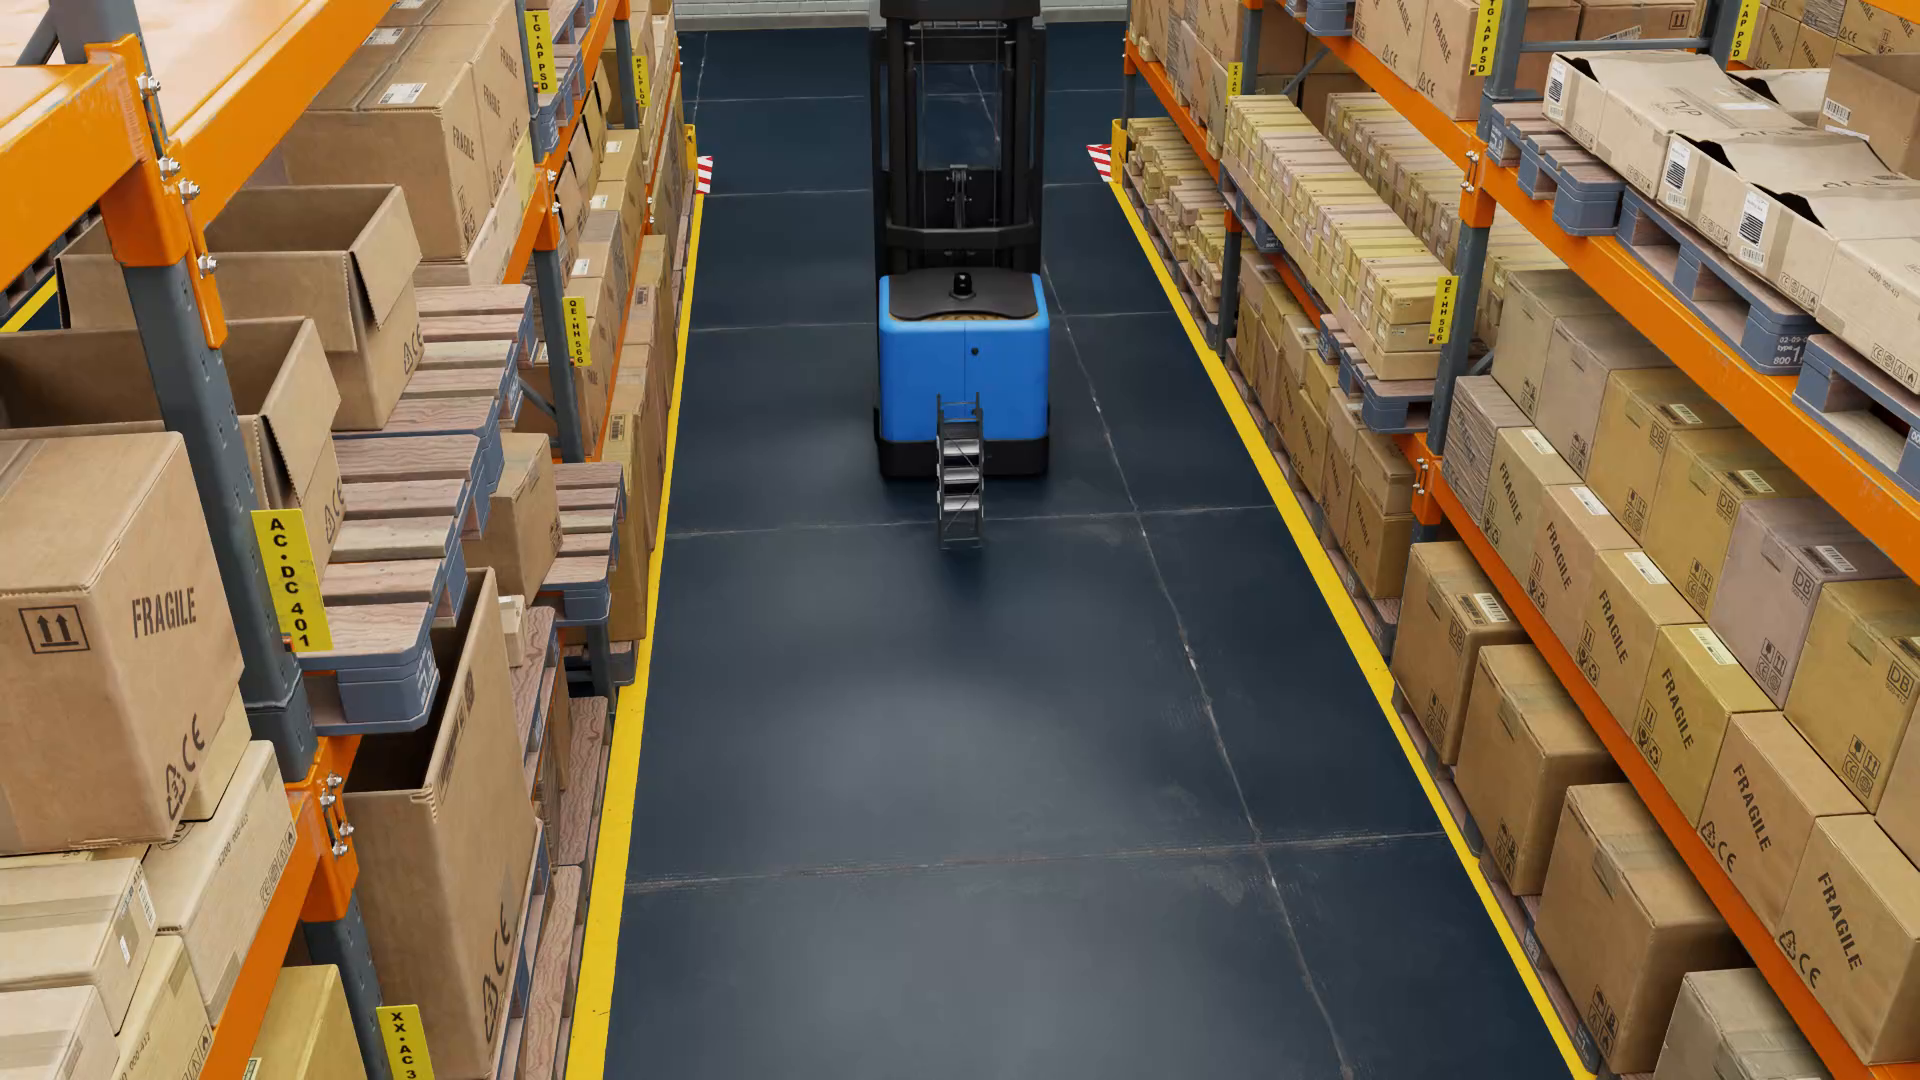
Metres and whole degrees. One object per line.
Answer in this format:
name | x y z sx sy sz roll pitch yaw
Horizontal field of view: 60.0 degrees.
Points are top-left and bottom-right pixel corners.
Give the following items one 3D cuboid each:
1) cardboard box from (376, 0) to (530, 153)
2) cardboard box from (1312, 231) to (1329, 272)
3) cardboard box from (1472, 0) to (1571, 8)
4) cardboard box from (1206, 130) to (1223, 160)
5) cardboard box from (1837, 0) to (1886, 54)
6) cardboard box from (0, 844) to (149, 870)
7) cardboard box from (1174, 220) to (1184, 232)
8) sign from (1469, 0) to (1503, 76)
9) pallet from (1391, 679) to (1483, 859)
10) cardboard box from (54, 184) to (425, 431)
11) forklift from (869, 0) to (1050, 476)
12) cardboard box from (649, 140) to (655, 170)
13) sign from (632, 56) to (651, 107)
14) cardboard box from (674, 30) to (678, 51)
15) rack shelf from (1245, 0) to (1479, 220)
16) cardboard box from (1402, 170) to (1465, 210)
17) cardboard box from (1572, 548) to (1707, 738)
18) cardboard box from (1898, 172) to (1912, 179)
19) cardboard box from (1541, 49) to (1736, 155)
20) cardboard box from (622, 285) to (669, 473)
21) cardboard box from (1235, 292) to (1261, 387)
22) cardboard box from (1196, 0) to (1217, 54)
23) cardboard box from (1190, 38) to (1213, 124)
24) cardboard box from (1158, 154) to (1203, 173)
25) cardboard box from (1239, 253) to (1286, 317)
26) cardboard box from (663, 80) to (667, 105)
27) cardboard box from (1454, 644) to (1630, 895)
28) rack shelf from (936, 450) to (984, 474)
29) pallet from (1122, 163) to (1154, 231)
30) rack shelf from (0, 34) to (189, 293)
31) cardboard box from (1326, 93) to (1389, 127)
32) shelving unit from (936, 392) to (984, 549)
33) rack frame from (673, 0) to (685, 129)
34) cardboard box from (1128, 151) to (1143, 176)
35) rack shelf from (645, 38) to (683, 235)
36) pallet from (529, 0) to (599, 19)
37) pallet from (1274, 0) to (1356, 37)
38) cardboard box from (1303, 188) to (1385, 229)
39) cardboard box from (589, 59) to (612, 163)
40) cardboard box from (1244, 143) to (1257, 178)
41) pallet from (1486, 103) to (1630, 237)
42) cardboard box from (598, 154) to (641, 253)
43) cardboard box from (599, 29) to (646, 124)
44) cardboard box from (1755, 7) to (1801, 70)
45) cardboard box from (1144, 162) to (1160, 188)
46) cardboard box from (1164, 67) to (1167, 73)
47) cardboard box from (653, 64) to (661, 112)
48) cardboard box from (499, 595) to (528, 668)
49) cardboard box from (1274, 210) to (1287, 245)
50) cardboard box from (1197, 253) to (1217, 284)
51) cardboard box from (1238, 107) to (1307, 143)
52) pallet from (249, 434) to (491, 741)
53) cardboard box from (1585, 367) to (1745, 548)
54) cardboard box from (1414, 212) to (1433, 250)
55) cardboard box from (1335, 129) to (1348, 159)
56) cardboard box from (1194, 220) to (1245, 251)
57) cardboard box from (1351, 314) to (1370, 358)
cardboard box | -1.929 -1.733 6.217 0.500 0.500 0.500 -2 31 -3
cardboard box | 2.128 -1.561 8.985 0.380 0.149 0.250 -3 31 -5
cardboard box | 2.429 -2.459 7.173 0.396 0.266 0.258 -3 31 -5
cardboard box | 1.959 -2.801 11.759 0.380 0.149 0.250 -4 31 -6
cardboard box | 6.912 -3.896 12.275 0.500 0.500 0.500 -3 31 -5
cardboard box | -1.597 0.521 2.785 0.380 0.149 0.250 -2 31 -4
cardboard box | 1.921 -2.453 13.302 0.380 0.149 0.250 -2 31 -4
sign | 2.185 -2.090 6.895 0.100 0.325 0.005 -3 31 -5
pallet | 2.724 0.998 7.874 1.003 0.211 1.213 -3 31 -5
cardboard box | -1.883 -0.615 4.420 0.797 0.503 0.637 -2 31 -3
forklift | -0.024 -2.373 10.866 1.130 2.935 3.031 -1 31 -2
cardboard box | -2.317 -2.655 11.515 0.380 0.149 0.250 -4 31 -6
sign | -2.057 -2.956 10.722 0.100 0.325 0.005 -3 31 -5
cardboard box | -2.609 -4.230 14.152 0.380 0.149 0.250 -2 31 -4
rack shelf | 2.538 -2.605 8.964 1.077 0.370 4.000 -3 31 -5
cardboard box | 2.731 -1.977 9.390 0.380 0.149 0.250 -3 31 -5
cardboard box | 2.640 0.365 6.116 0.500 0.500 0.500 -3 31 -5
cardboard box | 3.135 -0.982 5.168 0.396 0.266 0.258 -3 31 -5
cardboard box | 2.574 -1.698 6.323 0.500 0.311 0.500 -3 31 -5
cardboard box | -2.432 -0.948 10.075 1.225 0.875 0.875 -4 31 -6
cardboard box | 2.157 -1.365 11.138 0.500 0.500 0.500 -2 31 -3
cardboard box | 1.985 -3.738 11.721 0.500 0.500 0.500 -4 31 -6
cardboard box | 1.978 -3.317 11.991 0.500 0.500 0.500 -4 31 -6
cardboard box | 1.852 -3.083 13.778 0.380 0.149 0.250 -2 31 -3
cardboard box | 2.158 -1.687 10.946 0.500 0.250 0.500 -4 31 -7
cardboard box | -2.466 -3.449 12.845 0.380 0.149 0.250 -2 31 -4
cardboard box | 2.778 0.942 7.033 1.050 0.750 0.750 -2 31 -4
rack shelf | -0.001 -0.439 9.498 0.258 0.077 0.200 -3 31 -5
pallet | 2.026 -3.037 14.630 1.003 0.211 1.213 -3 31 -5
rack shelf | -1.662 0.379 1.046 1.077 0.370 4.000 -3 31 -5
cardboard box | 2.583 -2.780 10.735 0.380 0.149 0.250 -1 31 -2
shelving unit | -0.001 -0.390 9.527 0.258 0.900 0.210 -3 31 -5
rack frame | -2.970 -4.504 14.366 1.000 3.000 0.127 -3 31 -5
cardboard box | 1.708 -3.363 14.827 0.380 0.149 0.250 -2 31 -4
rack shelf | -2.783 -3.174 12.840 1.077 0.370 4.000 -3 31 -5
pallet | -2.461 -3.201 9.447 0.805 0.209 1.217 -4 31 -7
pallet | 2.403 -3.005 9.114 1.213 0.211 1.003 -3 31 -5
cardboard box | 2.104 -1.822 9.131 0.380 0.149 0.250 -1 31 -2
cardboard box | -2.528 -2.609 10.118 0.797 0.503 0.637 -4 31 -6
cardboard box | 1.981 -2.361 10.323 0.380 0.149 0.250 -2 31 -3
pallet | 2.838 -1.486 6.572 1.213 0.211 1.003 -1 31 -2
cardboard box | -2.241 -2.026 10.120 0.500 0.500 0.500 -2 31 -3
cardboard box | -2.386 -3.104 11.146 0.500 0.500 0.500 -3 31 -5
cardboard box | 6.824 -3.990 13.408 0.500 0.500 0.500 -2 31 -3
cardboard box | 1.767 -3.095 14.087 0.380 0.149 0.250 -2 31 -3
cardboard box | 1.880 -3.868 13.545 0.380 0.149 0.250 -3 31 -5
cardboard box | -2.475 -3.296 12.199 0.500 0.250 0.500 -2 31 -3
cardboard box | -1.798 0.296 6.051 0.396 0.266 0.258 -4 31 -6
cardboard box | 2.058 -1.830 9.725 0.380 0.149 0.250 -3 31 -5
cardboard box | 1.968 -2.015 12.279 0.380 0.149 0.250 -4 31 -7
cardboard box | 1.963 -2.610 10.451 0.380 0.149 0.250 -2 31 -3
pallet | -1.800 0.095 3.924 1.213 0.211 1.003 -3 31 -5
cardboard box | 2.856 -0.328 6.302 0.700 0.500 0.500 -3 31 -5
cardboard box | 2.758 -1.719 9.249 0.380 0.149 0.250 -3 31 -5
cardboard box | 2.611 -2.520 10.589 0.380 0.149 0.250 -3 31 -4
cardboard box | 1.965 -2.284 12.439 0.380 0.149 0.250 -3 31 -5
cardboard box | 2.200 -1.035 8.393 0.380 0.149 0.250 -3 31 -5
